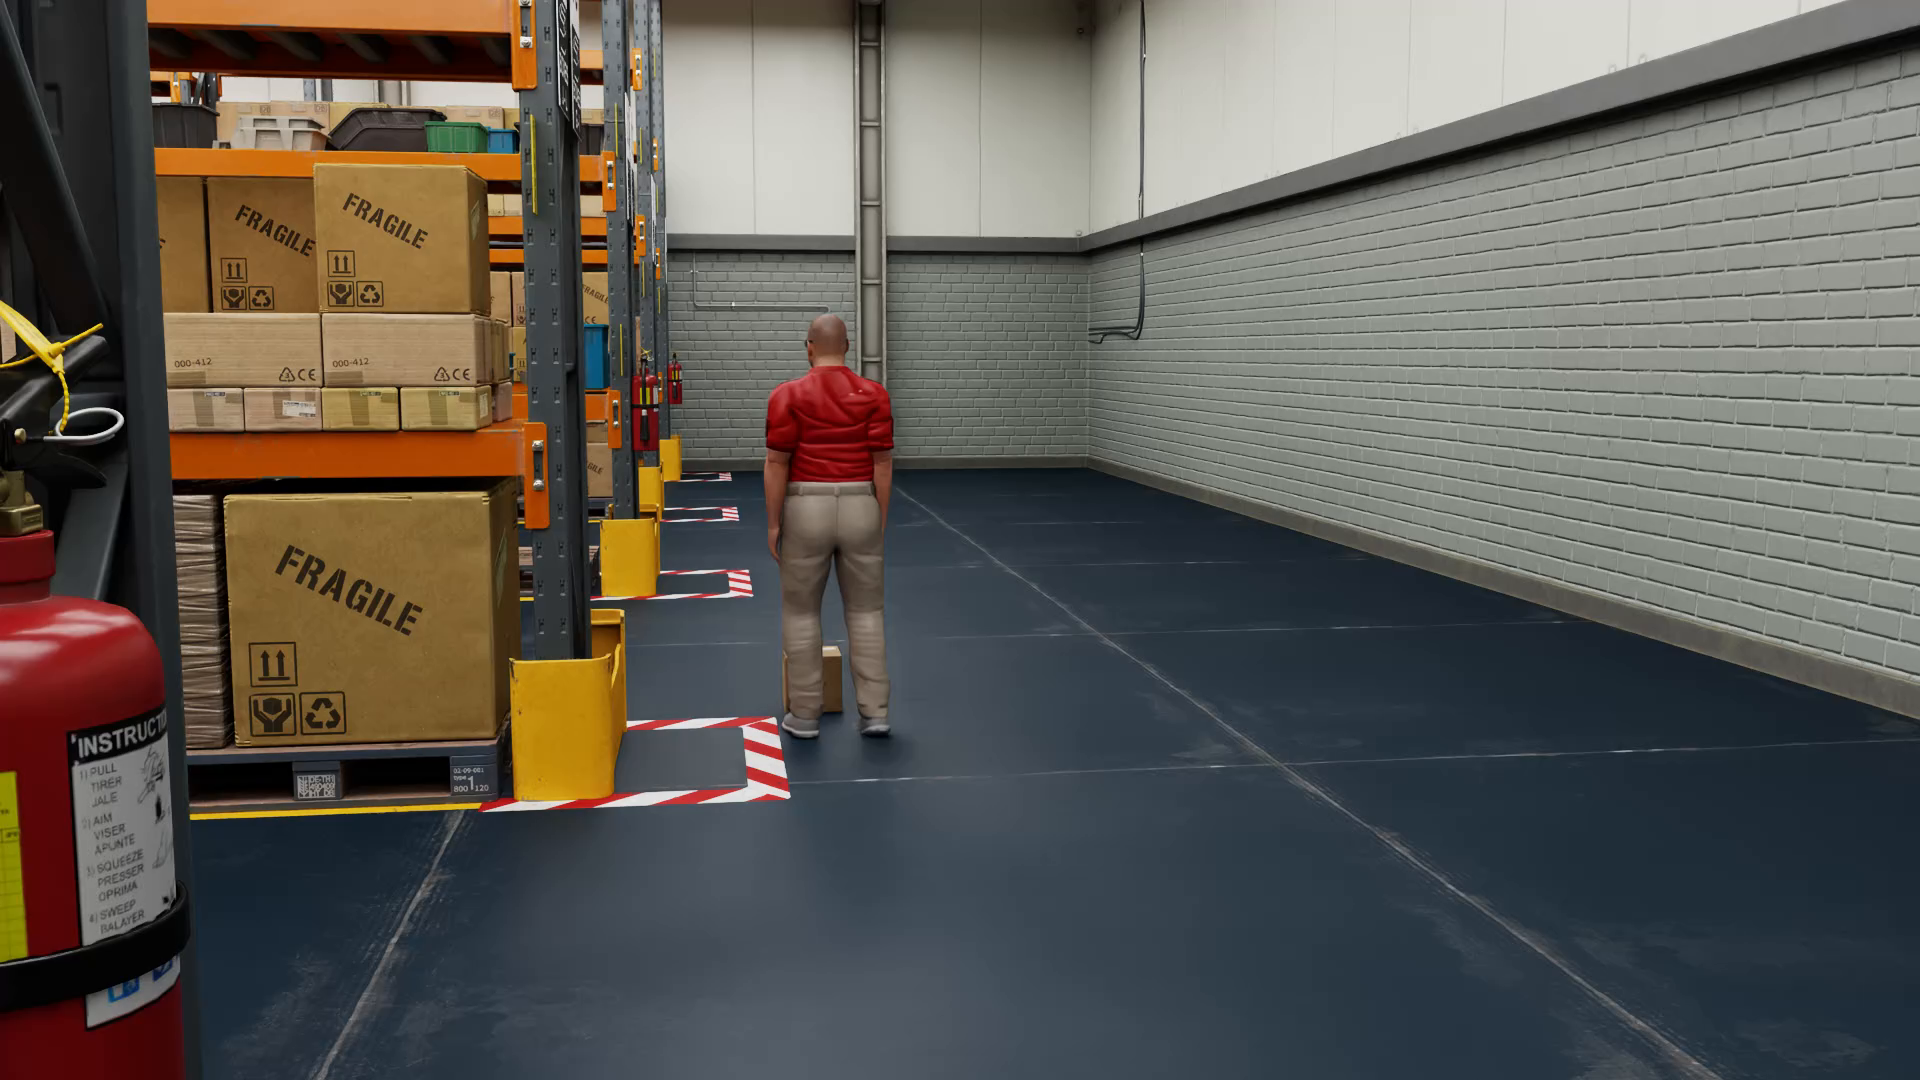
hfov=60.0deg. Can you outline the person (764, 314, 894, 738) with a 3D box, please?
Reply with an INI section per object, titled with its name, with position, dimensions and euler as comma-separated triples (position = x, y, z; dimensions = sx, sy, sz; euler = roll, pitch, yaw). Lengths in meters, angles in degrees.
[person]
position = -0.544, -0.036, 6.822
dimensions = 0.527, 1.764, 0.370
euler = -2, 7, -14
